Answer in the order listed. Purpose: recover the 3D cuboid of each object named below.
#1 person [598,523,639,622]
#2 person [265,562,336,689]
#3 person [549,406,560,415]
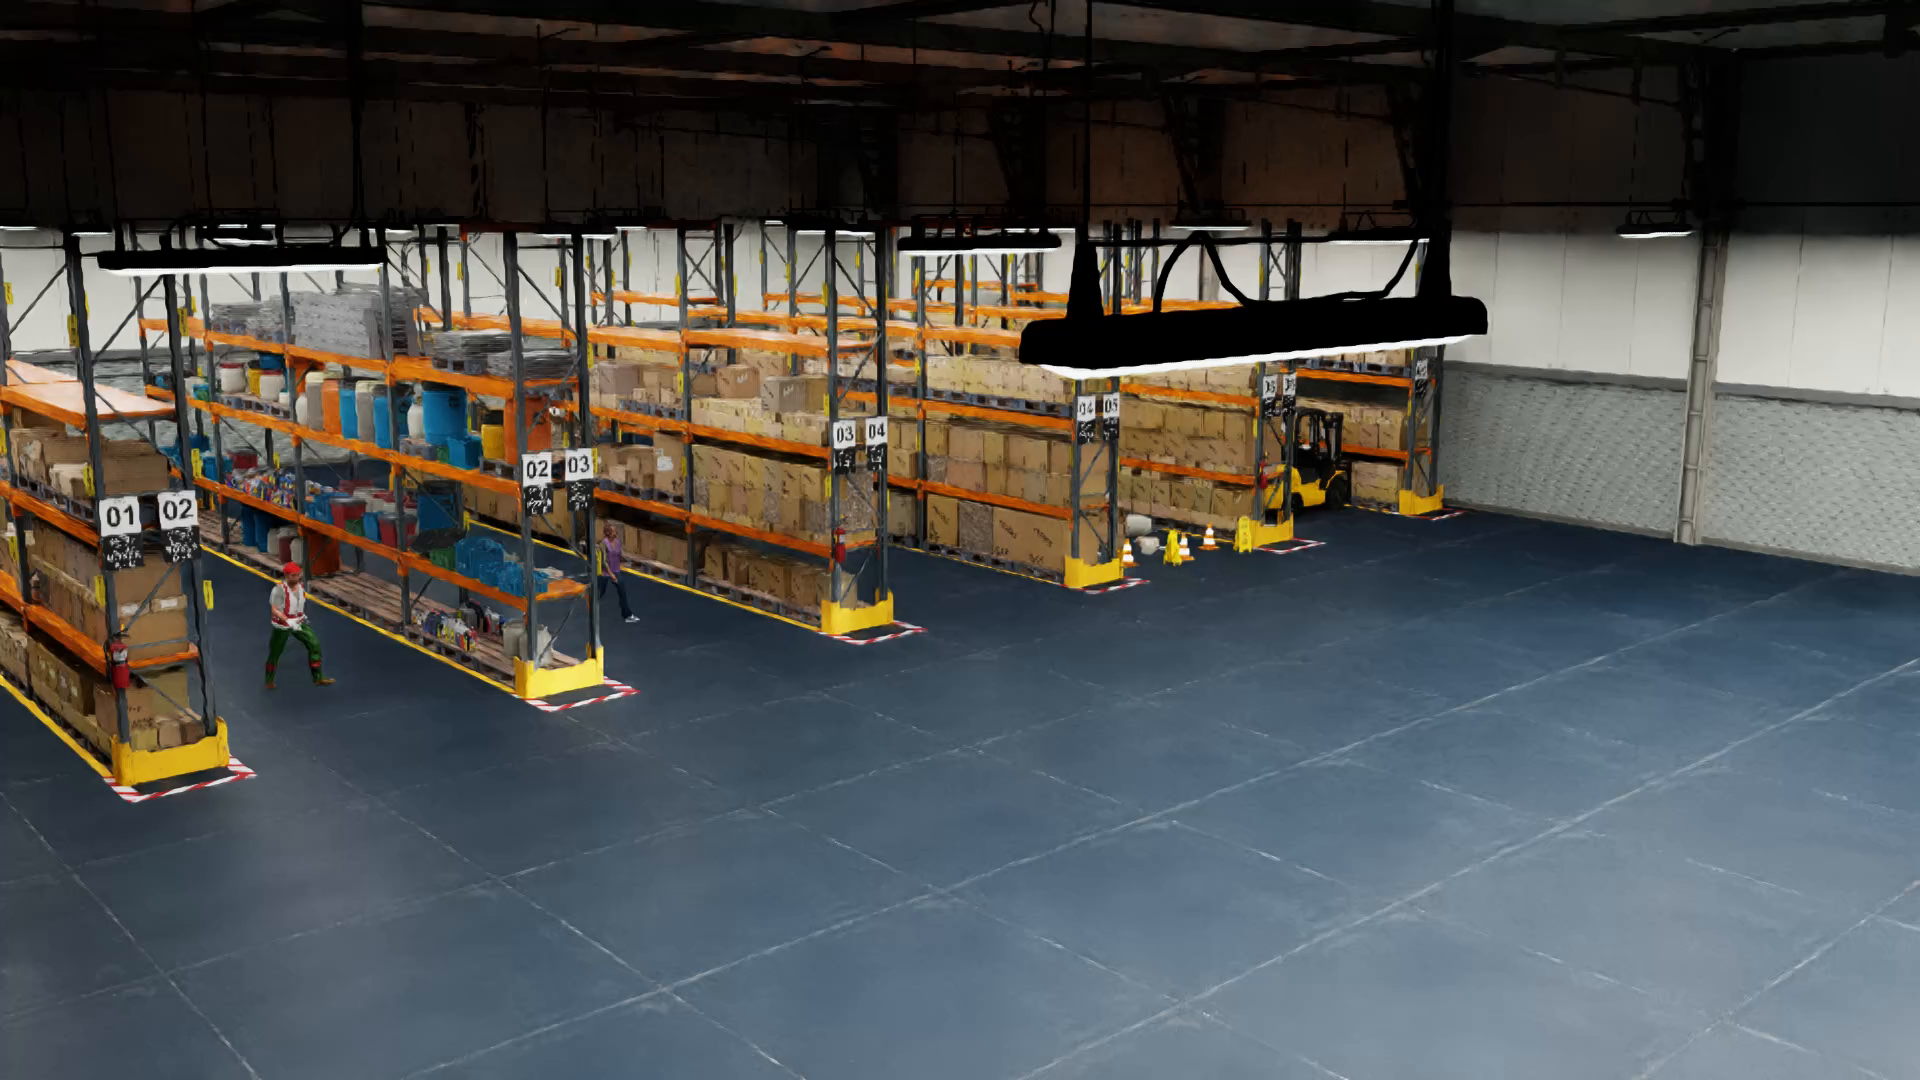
[{"bbox_3d":[-5.364,0.493,25.480,0.955,1.533,0.412,10,15,39],"label":"person"},{"bbox_3d":[-8.838,1.112,21.961,0.829,1.716,0.686,7,13,30],"label":"person"},{"bbox_3d":[-10.308,-2.861,41.939,0.505,1.610,0.939,-4,12,-19],"label":"person"}]
